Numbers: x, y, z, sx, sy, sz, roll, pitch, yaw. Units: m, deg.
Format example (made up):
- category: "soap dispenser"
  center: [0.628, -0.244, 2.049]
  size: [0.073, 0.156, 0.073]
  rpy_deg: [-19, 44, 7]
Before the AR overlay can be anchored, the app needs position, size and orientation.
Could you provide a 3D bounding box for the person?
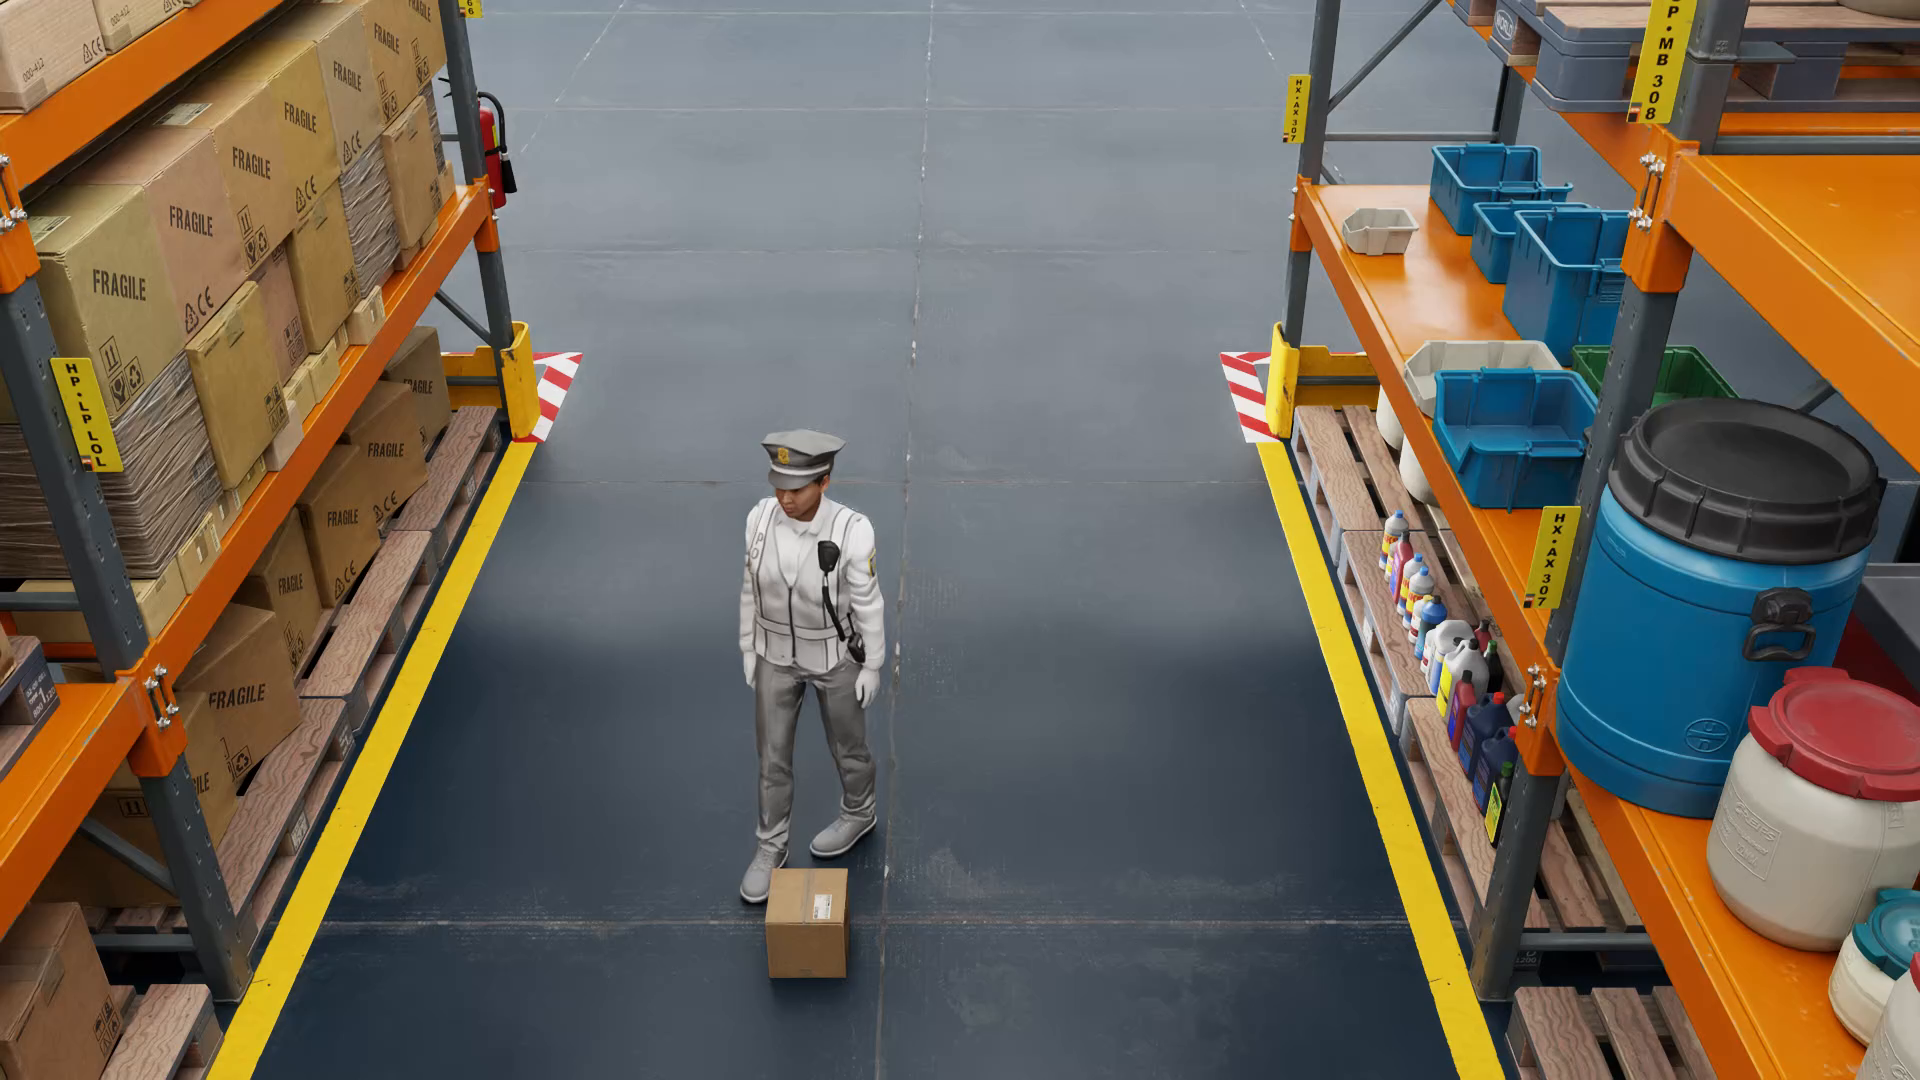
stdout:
- category: "person"
  center: [-0.515, 0.421, 5.428]
  size: [0.495, 1.673, 0.545]
  rpy_deg: [8, 33, 13]
